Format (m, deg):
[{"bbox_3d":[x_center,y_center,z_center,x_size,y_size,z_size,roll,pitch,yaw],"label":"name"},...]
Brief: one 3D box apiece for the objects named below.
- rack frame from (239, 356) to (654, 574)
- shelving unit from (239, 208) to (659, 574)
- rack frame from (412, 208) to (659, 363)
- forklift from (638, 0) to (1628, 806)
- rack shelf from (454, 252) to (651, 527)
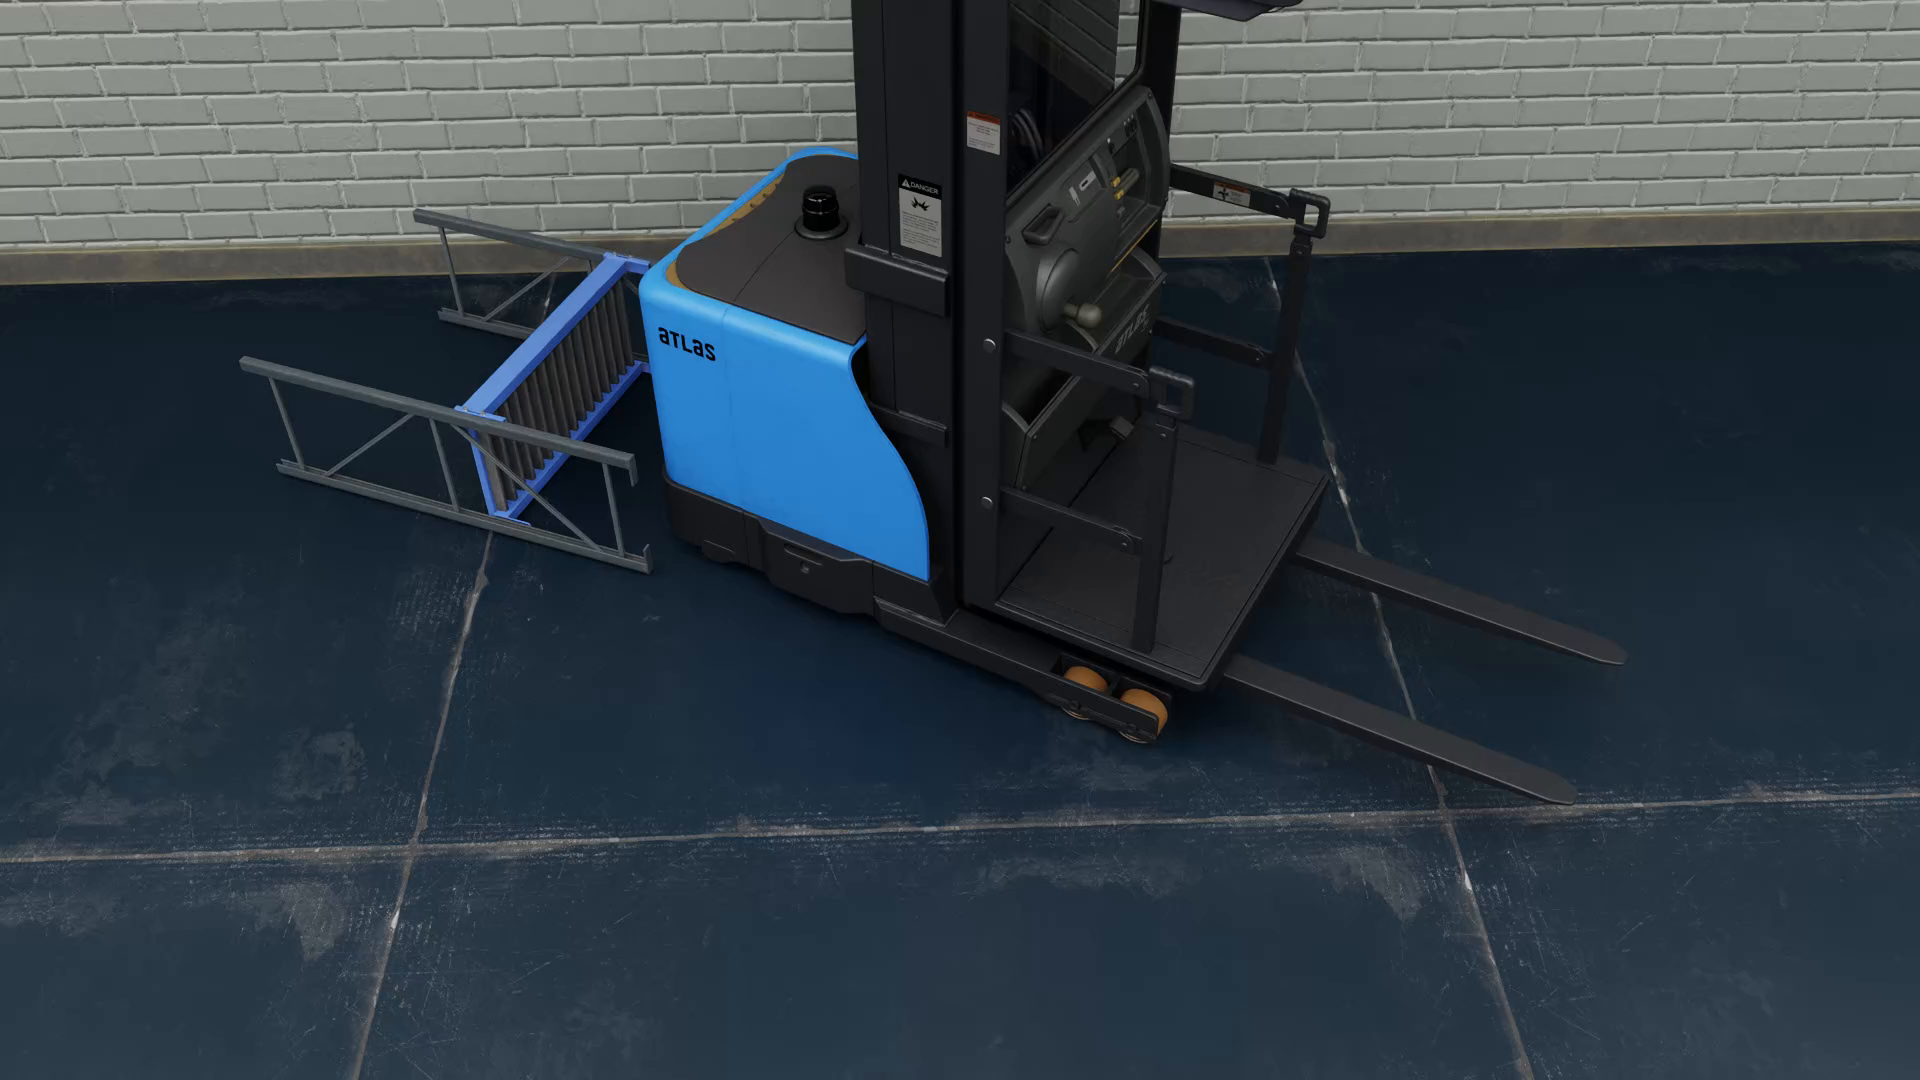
[{"bbox_3d":[-1.742,-0.257,5.632,1.500,0.500,0.032,14,44,15],"label":"rack frame"},{"bbox_3d":[-1.563,-0.578,5.982,1.500,0.538,1.048,14,44,15],"label":"shelving unit"},{"bbox_3d":[-1.384,-0.900,6.333,1.500,0.500,0.032,14,44,15],"label":"rack frame"},{"bbox_3d":[0.544,-0.875,4.536,3.031,2.935,1.130,21,46,21],"label":"forklift"},{"bbox_3d":[-1.395,-0.535,5.936,0.185,0.538,1.000,14,44,15],"label":"rack shelf"}]
